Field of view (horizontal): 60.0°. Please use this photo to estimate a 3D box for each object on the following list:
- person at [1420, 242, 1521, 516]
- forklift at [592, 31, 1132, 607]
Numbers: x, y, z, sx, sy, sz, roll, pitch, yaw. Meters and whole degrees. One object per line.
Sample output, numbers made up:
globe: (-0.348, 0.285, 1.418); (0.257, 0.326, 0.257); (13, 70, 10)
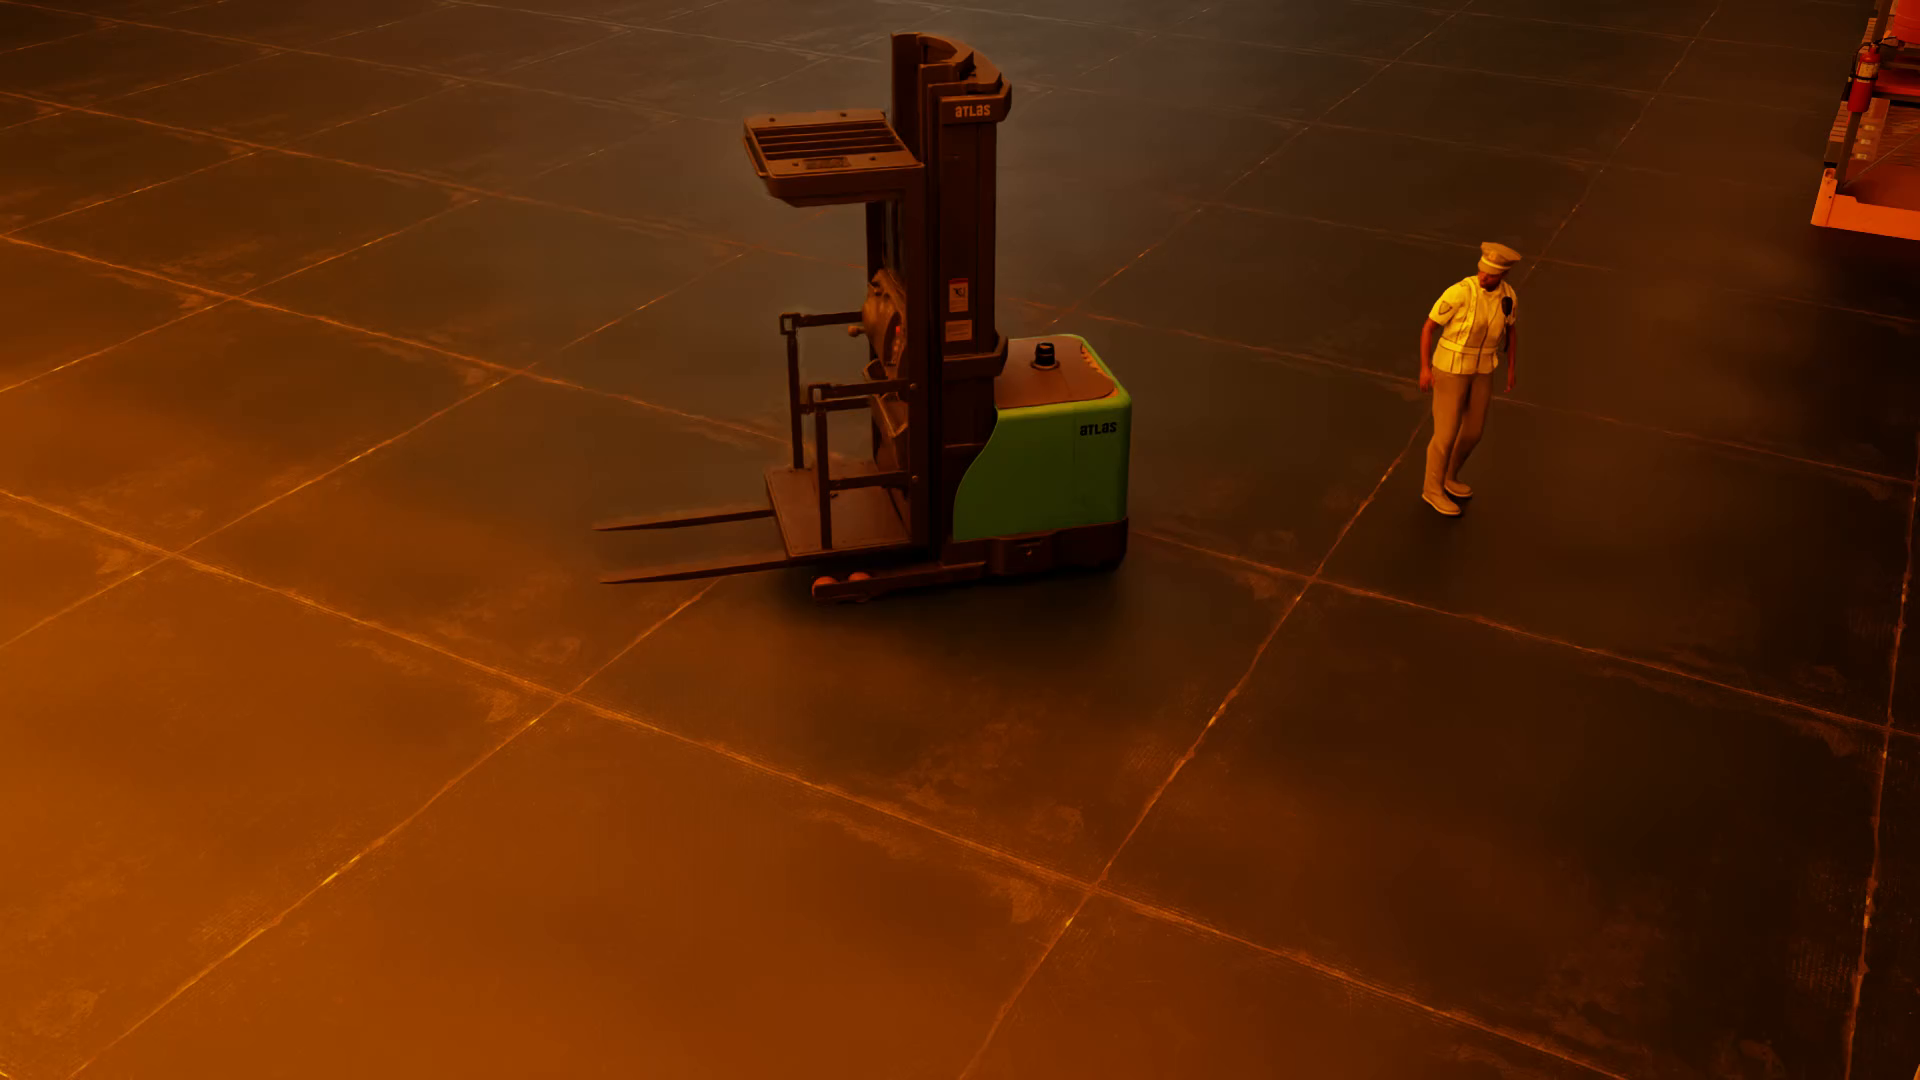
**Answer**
person: (3.096, -0.986, 10.059); (0.657, 1.656, 0.470); (-11, 32, -18)
forklift: (-0.600, -1.186, 9.126); (3.031, 2.935, 1.130); (-7, 31, -12)
